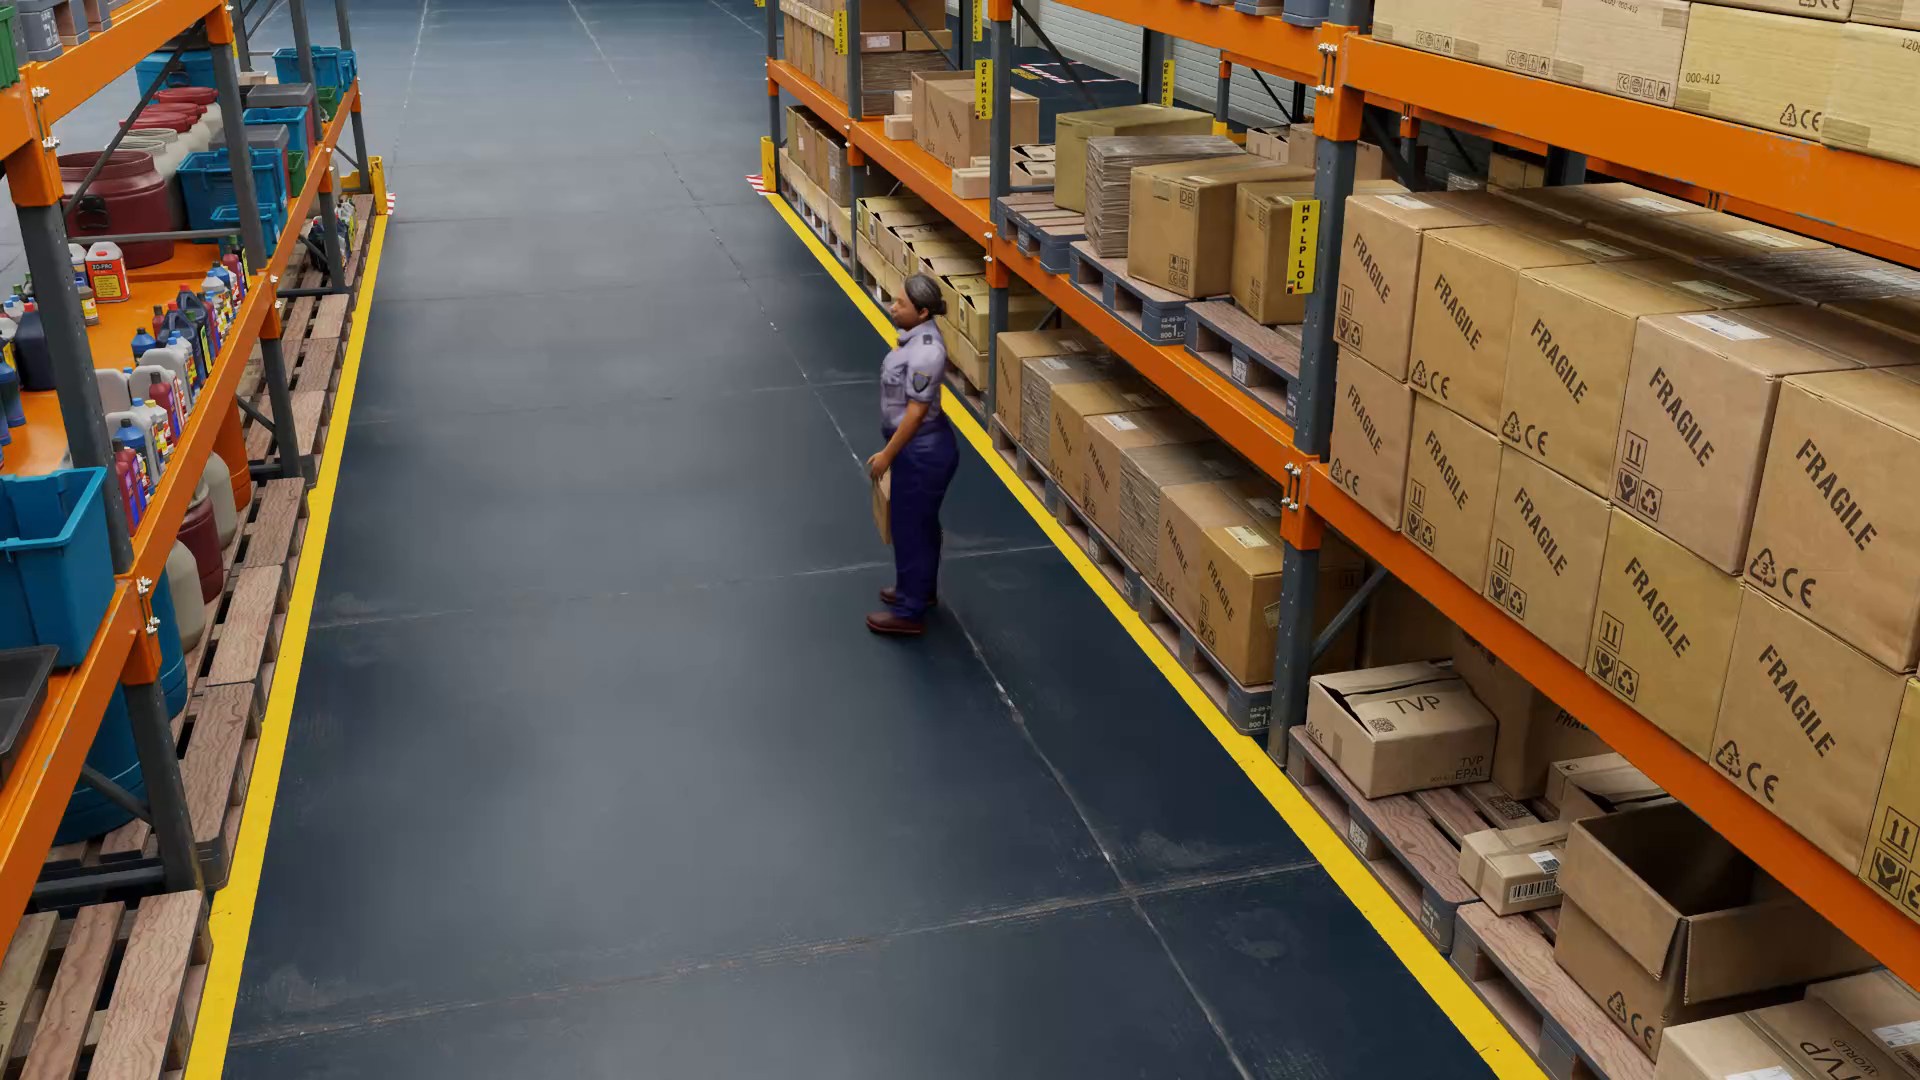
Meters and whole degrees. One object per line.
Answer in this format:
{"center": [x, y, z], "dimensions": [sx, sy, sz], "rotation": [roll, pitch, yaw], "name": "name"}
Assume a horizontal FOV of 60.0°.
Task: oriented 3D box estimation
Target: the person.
{"center": [-0.228, -0.394, 7.494], "dimensions": [0.434, 1.661, 0.552], "rotation": [-1, 23, -2], "name": "person"}
